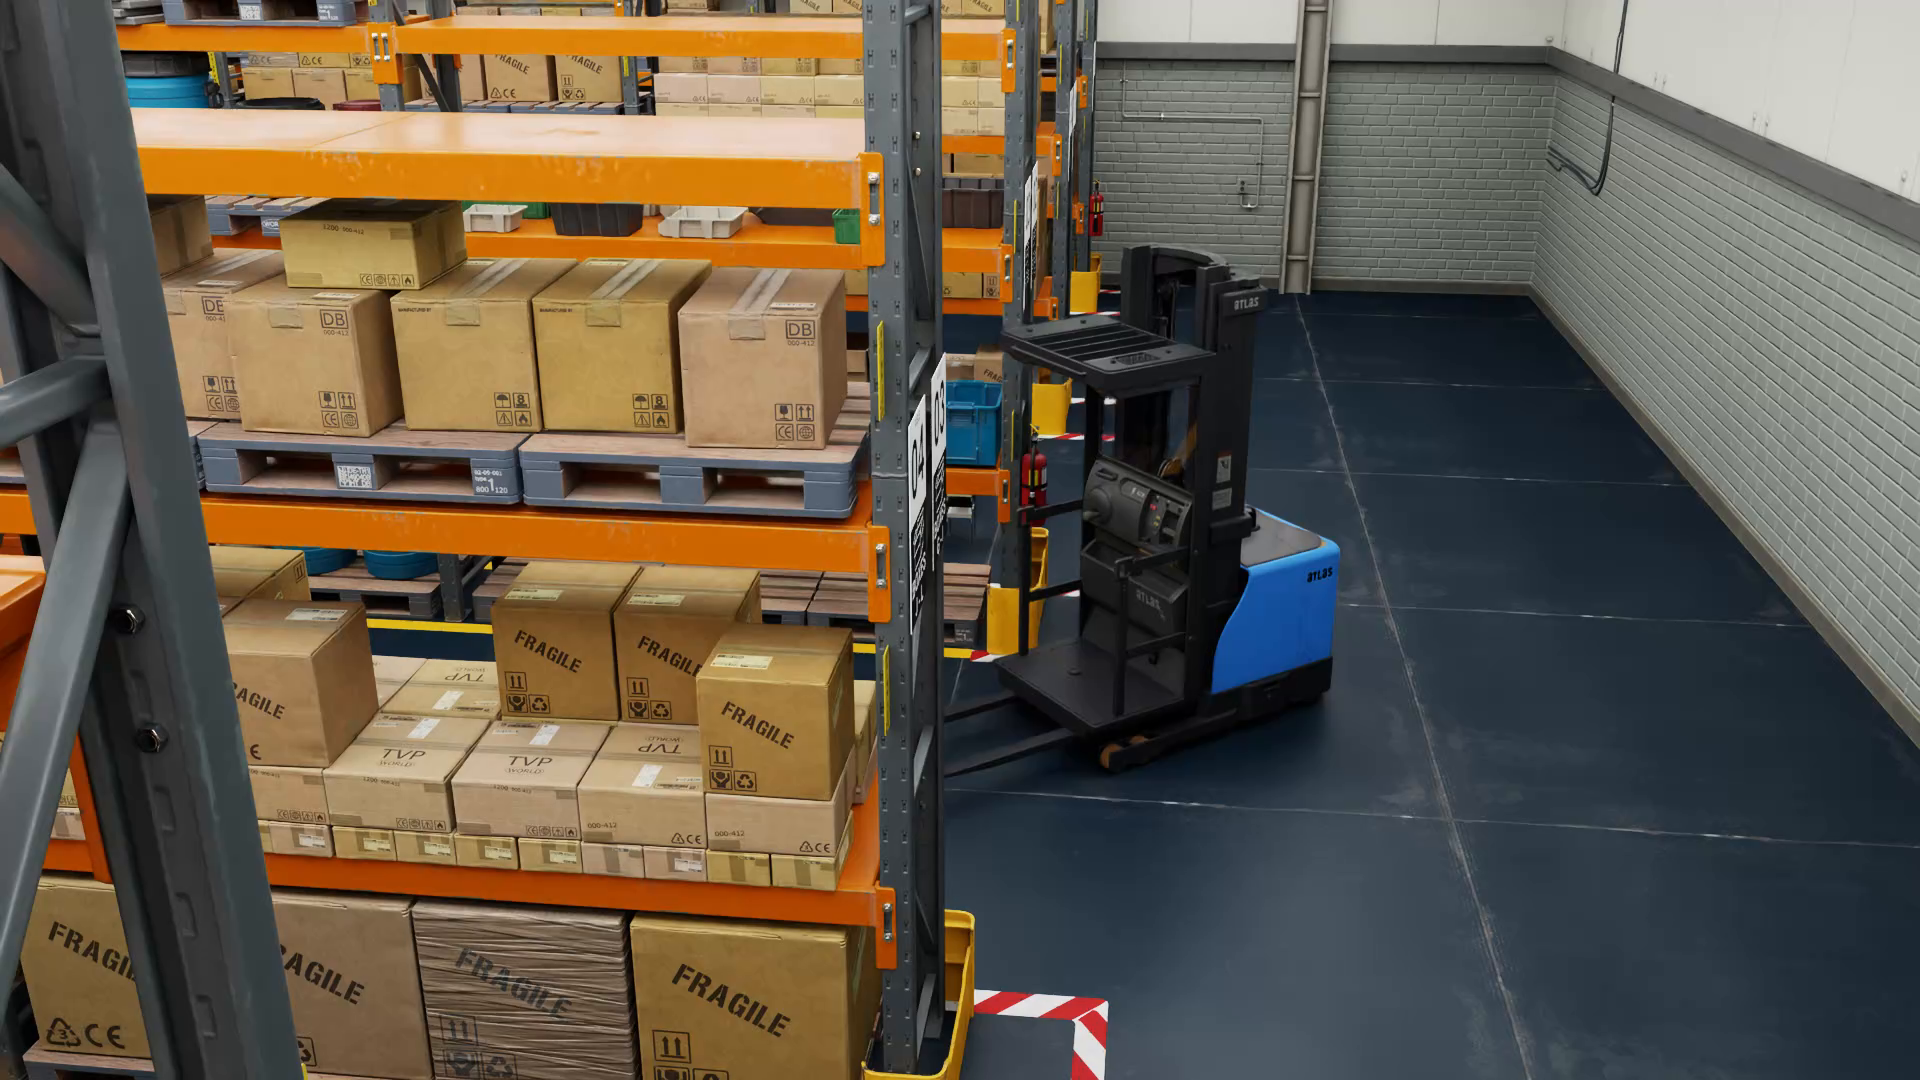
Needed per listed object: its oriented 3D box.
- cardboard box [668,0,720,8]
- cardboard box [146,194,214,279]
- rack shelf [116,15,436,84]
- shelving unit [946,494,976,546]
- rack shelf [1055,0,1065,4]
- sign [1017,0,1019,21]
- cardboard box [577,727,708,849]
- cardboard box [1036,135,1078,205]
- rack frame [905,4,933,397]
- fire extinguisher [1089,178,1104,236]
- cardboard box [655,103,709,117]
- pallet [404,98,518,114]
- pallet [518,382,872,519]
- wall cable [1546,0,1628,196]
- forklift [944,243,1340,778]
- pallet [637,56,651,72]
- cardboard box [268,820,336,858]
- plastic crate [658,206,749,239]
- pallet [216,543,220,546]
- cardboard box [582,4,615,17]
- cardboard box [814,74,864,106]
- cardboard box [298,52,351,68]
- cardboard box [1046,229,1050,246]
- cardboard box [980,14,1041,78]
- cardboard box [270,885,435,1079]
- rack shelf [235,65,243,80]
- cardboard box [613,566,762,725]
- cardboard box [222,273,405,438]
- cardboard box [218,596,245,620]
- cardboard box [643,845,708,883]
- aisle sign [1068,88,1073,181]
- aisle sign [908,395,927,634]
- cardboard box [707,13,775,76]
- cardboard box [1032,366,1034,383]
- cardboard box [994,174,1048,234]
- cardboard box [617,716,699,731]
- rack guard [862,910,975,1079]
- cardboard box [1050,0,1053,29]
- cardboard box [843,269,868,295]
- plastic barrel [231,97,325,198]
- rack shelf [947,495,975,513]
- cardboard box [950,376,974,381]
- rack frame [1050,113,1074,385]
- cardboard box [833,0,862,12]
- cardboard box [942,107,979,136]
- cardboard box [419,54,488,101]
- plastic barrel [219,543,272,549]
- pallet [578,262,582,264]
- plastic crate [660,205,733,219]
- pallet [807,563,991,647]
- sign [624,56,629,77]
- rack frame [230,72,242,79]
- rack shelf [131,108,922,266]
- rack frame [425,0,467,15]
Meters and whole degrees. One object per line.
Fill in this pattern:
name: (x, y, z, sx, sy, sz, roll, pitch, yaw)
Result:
cardboard box: (-3.271, -6.678, 20.418, 0.500, 0.250, 0.500, 4, 22, 10)
cardboard box: (-3.228, -1.161, 6.354, 0.500, 0.250, 0.500, 1, 22, 3)
rack shelf: (-5.565, -3.336, 11.162, 4.000, 0.370, 1.077, 2, 22, 6)
shelving unit: (0.008, -0.418, 13.273, 0.210, 0.900, 0.258, 2, 22, 6)
rack shelf: (-1.006, -5.156, 15.225, 4.000, 0.370, 1.077, 2, 22, 6)
sign: (0.345, -3.246, 9.849, 0.005, 0.325, 0.100, 2, 22, 6)
cardboard box: (-1.205, 0.986, 6.666, 0.500, 0.250, 0.500, 2, 22, 5)
cardboard box: (1.052, -4.583, 20.543, 0.700, 0.700, 0.980, 3, 22, 9)
rack frame: (-0.190, -1.788, 5.723, 0.053, 2.616, 0.949, 2, 22, 6)
fire extinguisher: (1.655, -4.040, 20.192, 0.183, 0.674, 0.296, 2, 22, 6)
cardboard box: (-2.538, -4.003, 15.609, 0.500, 0.250, 0.500, 2, 22, 6)
pallet: (-4.662, -4.194, 16.144, 1.003, 0.211, 1.213, 2, 22, 6)
pallet: (-0.927, -0.381, 6.365, 1.213, 0.211, 1.003, 2, 22, 6)
wall cable: (7.134, -5.395, 19.071, 0.112, 2.526, 3.097, 2, 22, 6)
forklift: (0.893, -0.198, 9.953, 3.031, 2.935, 1.130, -13, 25, -30)
pallet: (-3.329, -5.925, 20.528, 1.217, 0.209, 0.805, 2, 22, 4)
cardboard box: (-2.620, 1.135, 6.832, 0.250, 0.149, 0.380, 3, 22, 7)
plastic crate: (-1.688, -2.079, 10.897, 0.530, 0.136, 0.437, 2, 22, 6)
pallet: (-5.555, 0.216, 12.607, 1.213, 0.211, 1.003, 2, 22, 6)
cardboard box: (-4.324, -6.367, 20.652, 0.500, 0.500, 0.700, 2, 22, 6)
cardboard box: (-1.050, -4.166, 15.343, 0.500, 0.250, 0.500, 2, 22, 6)
cardboard box: (-6.025, -4.825, 15.989, 0.500, 0.500, 0.500, 2, 22, 6)
cardboard box: (1.000, -3.821, 20.970, 0.250, 0.149, 0.380, 3, 22, 7)
cardboard box: (0.468, -4.539, 15.264, 0.500, 0.500, 0.700, 2, 22, 6)
cardboard box: (-2.622, 1.717, 7.335, 0.875, 0.875, 0.875, 2, 22, 6)
rack shelf: (-8.371, -5.918, 21.227, 4.000, 0.370, 1.077, 2, 22, 6)
cardboard box: (-1.131, 0.442, 7.020, 0.500, 0.500, 0.500, 2, 22, 5)
cardboard box: (-2.341, -0.744, 6.319, 0.500, 0.500, 0.700, 3, 22, 9)
cardboard box: (-3.228, 0.549, 6.752, 0.500, 0.500, 0.500, 2, 22, 6)
cardboard box: (-1.090, 1.200, 6.665, 0.250, 0.149, 0.380, 3, 22, 6)
aisle sign: (1.012, -3.710, 15.208, 0.004, 0.787, 0.394, 2, 22, 6)
aisle sign: (-0.153, -0.096, 6.066, 0.004, 0.787, 0.394, 2, 22, 6)
cardboard box: (-2.025, -4.615, 15.457, 0.500, 0.500, 0.700, 2, 22, 6)
cardboard box: (0.605, -1.638, 16.783, 0.250, 0.149, 0.380, 2, 22, 6)
cardboard box: (0.571, -3.243, 16.066, 0.500, 0.500, 0.500, 3, 22, 8)
cardboard box: (-1.151, 0.793, 7.154, 0.500, 0.250, 0.500, 2, 22, 6)
rack guard: (-0.165, 2.164, 7.285, 0.348, 0.500, 1.175, 2, 22, 6)
cardboard box: (0.863, -6.460, 20.097, 0.500, 0.500, 0.500, 2, 22, 4)
cardboard box: (-1.007, -2.649, 15.924, 0.500, 0.500, 0.500, 2, 22, 6)
plastic barrel: (-4.509, -2.624, 11.090, 0.600, 0.588, 0.600, 0, 22, 0)
rack shelf: (0.008, -0.303, 13.319, 0.200, 0.077, 0.258, 2, 22, 6)
cardboard box: (0.020, -1.487, 16.376, 0.250, 0.166, 0.380, 2, 22, 6)
rack frame: (0.980, -2.616, 15.977, 0.127, 3.000, 1.000, 2, 22, 6)
cardboard box: (-1.227, -6.360, 19.845, 0.500, 0.500, 0.500, 2, 22, 5)
cardboard box: (-0.056, -3.893, 15.330, 0.500, 0.250, 0.500, 2, 22, 6)
cardboard box: (-4.808, -4.578, 16.016, 0.600, 0.600, 0.600, 2, 22, 4)
plastic barrel: (-5.370, -0.136, 12.518, 0.421, 0.512, 0.421, 0, 22, 0)
pallet: (-3.773, -2.774, 16.638, 1.213, 0.211, 1.003, 2, 22, 6)
plastic crate: (-1.771, -2.356, 11.400, 0.530, 0.282, 0.437, 2, 22, 6)
pallet: (-0.421, 0.439, 12.041, 1.213, 0.211, 1.003, 2, 22, 6)
sign: (-3.054, -4.405, 15.182, 0.005, 0.325, 0.100, 2, 22, 6)
rack frame: (-6.964, -5.753, 15.752, 0.053, 2.616, 0.949, 2, 22, 6)
rack shelf: (-2.175, -1.355, 6.150, 4.000, 0.370, 1.077, 2, 22, 6)
rack frame: (-6.385, -7.561, 20.324, 0.127, 3.000, 1.000, 2, 22, 6)
